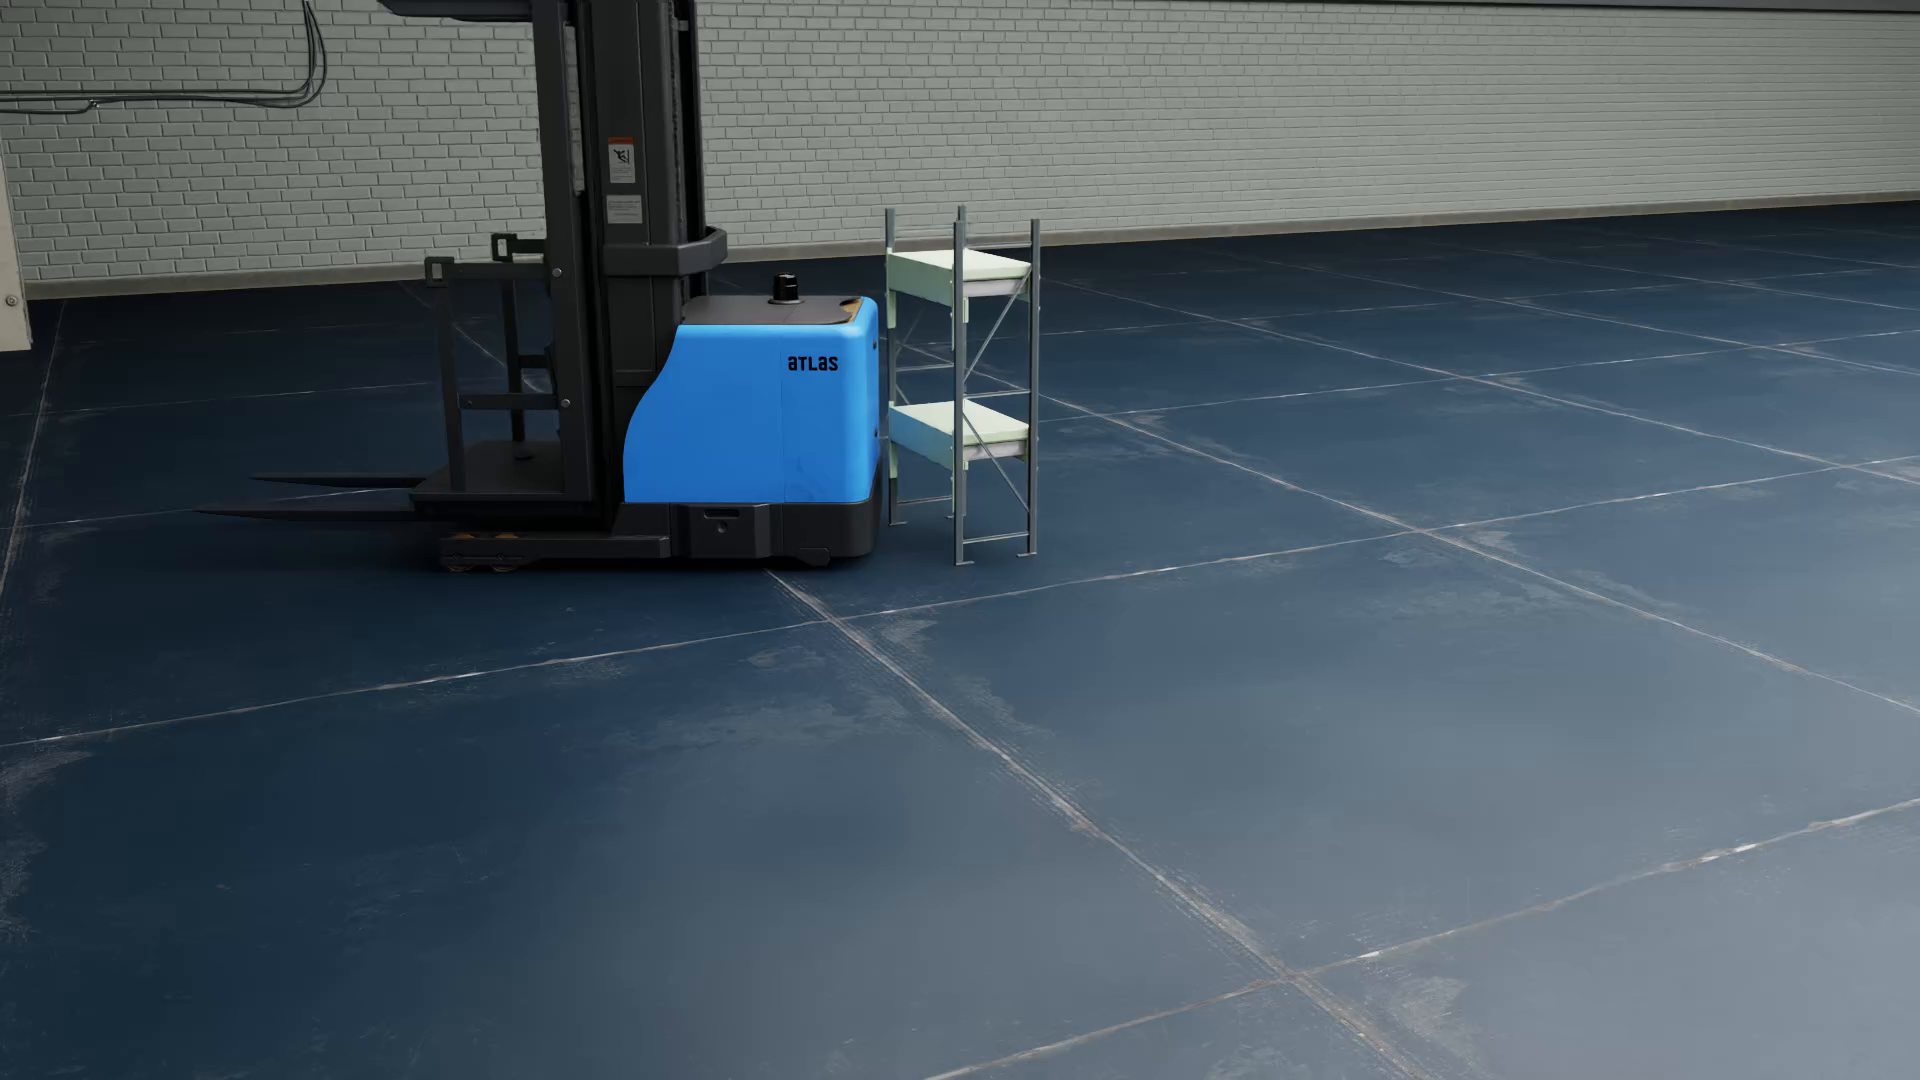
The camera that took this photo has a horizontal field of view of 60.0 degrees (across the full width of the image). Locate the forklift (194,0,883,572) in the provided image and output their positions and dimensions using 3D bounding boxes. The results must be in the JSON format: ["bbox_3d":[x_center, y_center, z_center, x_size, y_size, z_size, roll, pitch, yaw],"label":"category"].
[{"bbox_3d":[-1.897,-1.414,7.365,3.031,2.935,1.130,0,16,1],"label":"forklift"}]

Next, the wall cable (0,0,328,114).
[{"bbox_3d":[-7.540,-5.233,15.303,3.097,2.526,0.112,-8,18,-25],"label":"wall cable"}]

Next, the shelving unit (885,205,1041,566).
[{"bbox_3d":[0.001,-0.723,7.549,0.431,1.500,0.755,-7,18,-24],"label":"shelving unit"}]

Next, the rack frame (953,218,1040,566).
[{"bbox_3d":[0.158,-0.631,7.231,0.400,1.500,0.023,-7,18,-24],"label":"rack frame"}]

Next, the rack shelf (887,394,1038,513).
[{"bbox_3d":[0.001,-0.409,7.639,0.431,0.370,0.720,-7,18,-24],"label":"rack shelf"}]

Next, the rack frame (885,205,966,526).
[{"bbox_3d":[-0.156,-0.814,7.867,0.400,1.500,0.023,-7,18,-24],"label":"rack frame"}]

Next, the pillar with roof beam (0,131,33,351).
[{"bbox_3d":[-3.568,-6.356,13.585,9.100,9.000,0.400,-8,18,-25],"label":"pillar with roof beam"}]

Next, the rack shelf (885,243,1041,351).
[{"bbox_3d":[0.001,-1.098,7.441,0.431,0.370,0.720,-7,18,-24],"label":"rack shelf"}]
